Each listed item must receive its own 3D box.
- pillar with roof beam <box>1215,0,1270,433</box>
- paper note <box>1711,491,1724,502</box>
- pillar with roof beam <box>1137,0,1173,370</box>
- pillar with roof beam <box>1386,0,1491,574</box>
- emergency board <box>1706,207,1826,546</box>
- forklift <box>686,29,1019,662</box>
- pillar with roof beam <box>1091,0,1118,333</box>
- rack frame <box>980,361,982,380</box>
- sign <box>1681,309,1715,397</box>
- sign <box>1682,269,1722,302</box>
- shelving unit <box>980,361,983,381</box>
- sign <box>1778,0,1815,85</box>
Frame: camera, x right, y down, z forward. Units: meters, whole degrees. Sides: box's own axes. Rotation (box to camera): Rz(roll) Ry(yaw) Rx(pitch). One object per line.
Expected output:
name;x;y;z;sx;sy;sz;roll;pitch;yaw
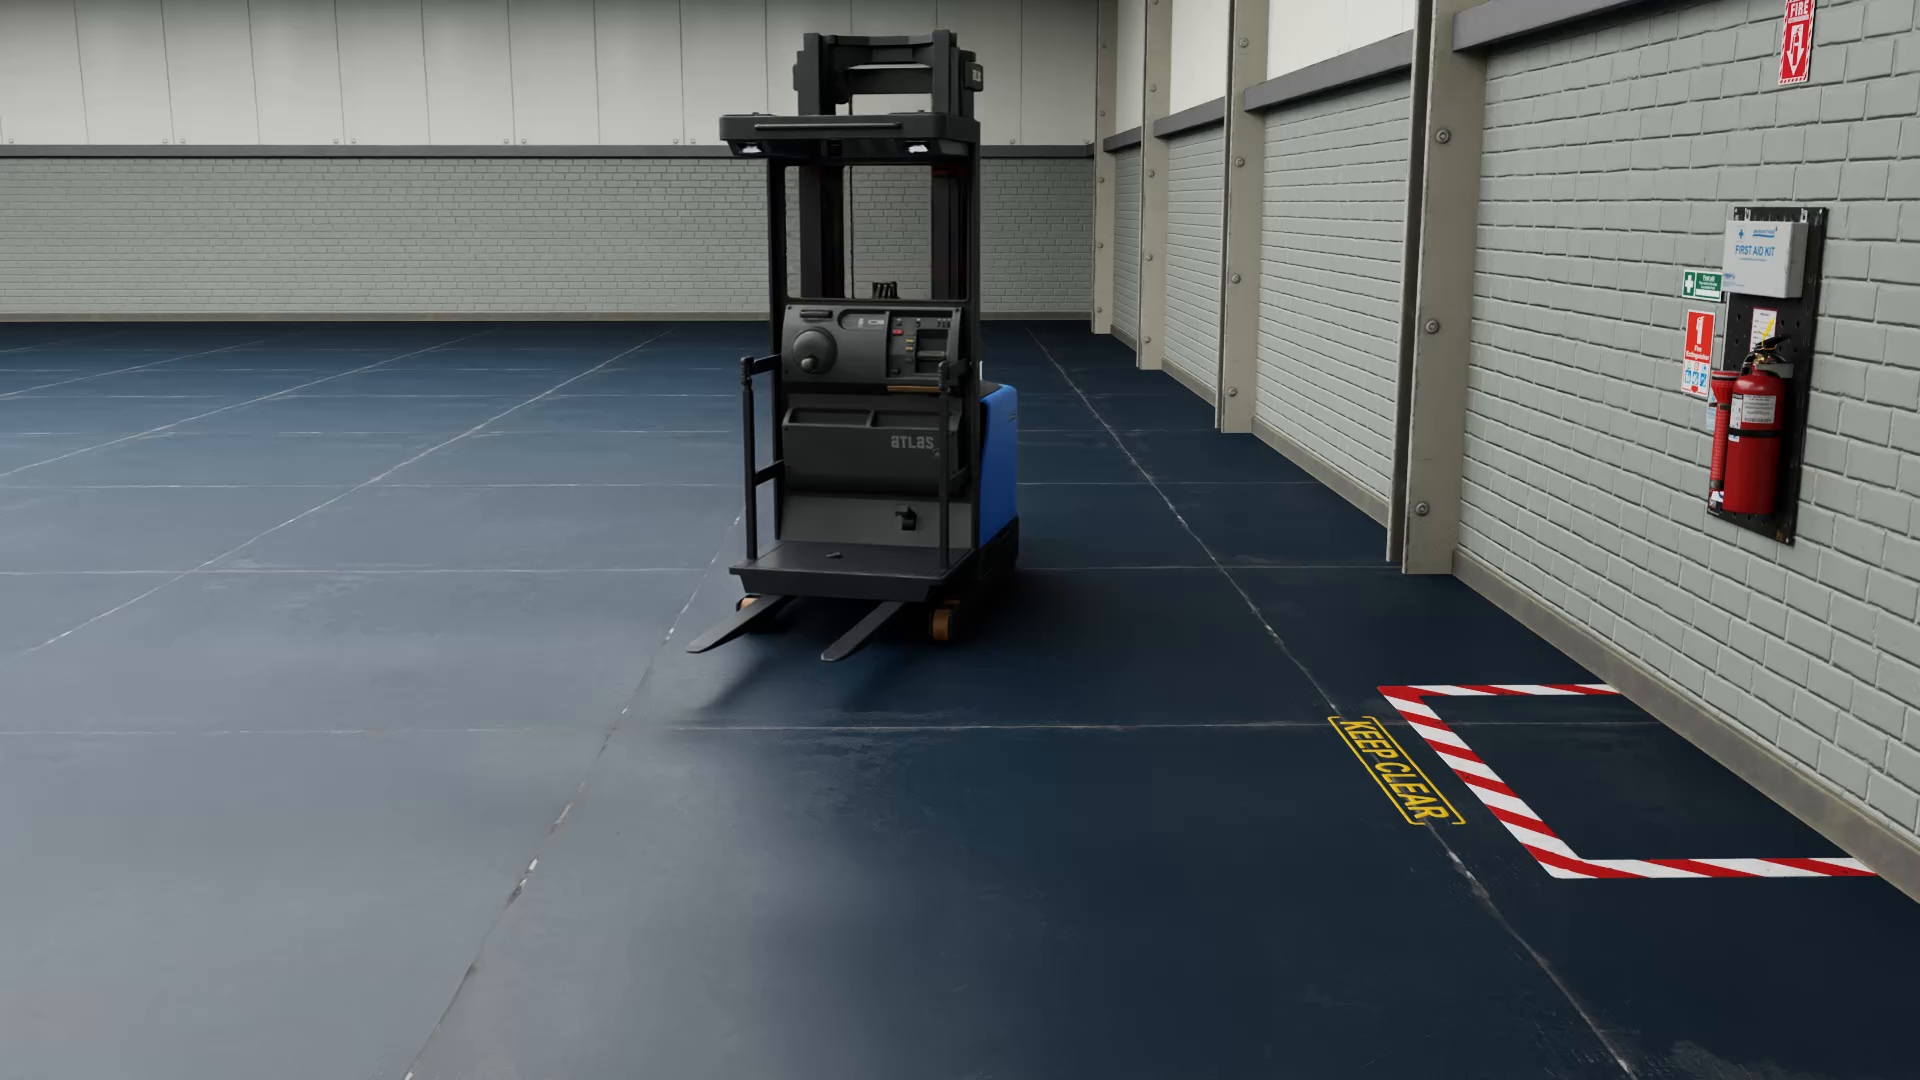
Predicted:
pillar with roof beam;-1.714;-5.429;14.685;9.100;9.000;0.400;0;11;-1
paper note;2.890;-0.216;6.295;0.016;0.148;0.142;0;11;-1
pillar with roof beam;-1.838;-6.621;20.564;9.100;9.000;0.400;0;11;-1
pillar with roof beam;-1.590;-4.236;8.806;9.100;9.000;0.400;0;11;-1
emergency board;2.825;-0.612;6.033;0.194;1.169;0.643;0;11;-1
forklift;-0.496;-1.021;8.220;1.130;2.935;3.031;3;12;13
pillar with roof beam;-1.962;-7.814;26.443;9.100;9.000;0.400;0;11;-1
rack frame;0.008;-0.507;10.039;0.240;1.200;0.015;0;11;-1
sign;2.916;-0.740;6.573;0.001;0.329;0.234;0;11;-1
sign;2.908;-0.999;6.516;0.001;0.109;0.331;0;11;-1
shelving unit;0.003;-0.555;10.278;0.258;1.200;0.503;0;11;-1
sign;2.924;-1.750;5.812;0.001;0.298;0.199;0;11;-1
